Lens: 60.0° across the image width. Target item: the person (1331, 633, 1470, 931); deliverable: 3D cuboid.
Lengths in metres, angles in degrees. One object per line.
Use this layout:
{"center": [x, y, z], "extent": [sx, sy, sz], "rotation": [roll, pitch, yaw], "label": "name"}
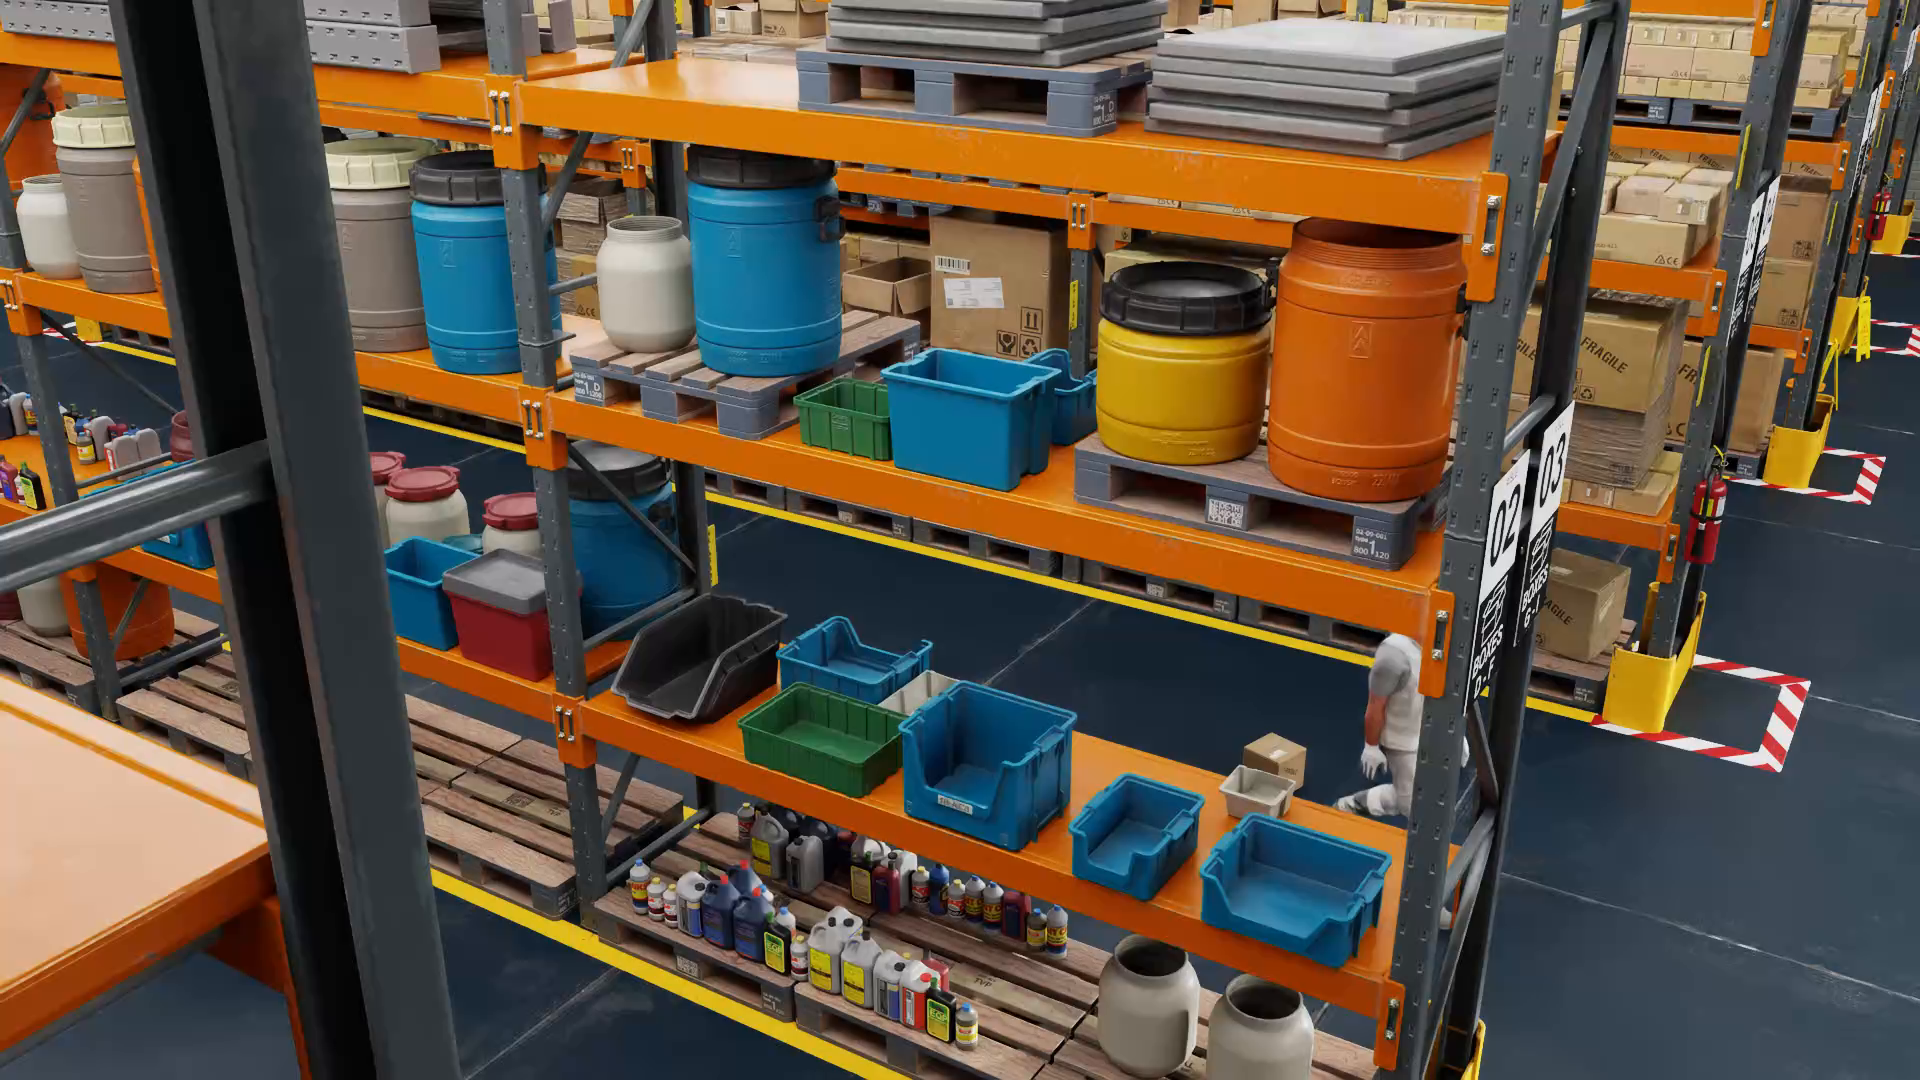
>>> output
{"center": [2.225, 0.978, 8.224], "extent": [0.532, 1.756, 0.944], "rotation": [-17, 28, -34], "label": "person"}
